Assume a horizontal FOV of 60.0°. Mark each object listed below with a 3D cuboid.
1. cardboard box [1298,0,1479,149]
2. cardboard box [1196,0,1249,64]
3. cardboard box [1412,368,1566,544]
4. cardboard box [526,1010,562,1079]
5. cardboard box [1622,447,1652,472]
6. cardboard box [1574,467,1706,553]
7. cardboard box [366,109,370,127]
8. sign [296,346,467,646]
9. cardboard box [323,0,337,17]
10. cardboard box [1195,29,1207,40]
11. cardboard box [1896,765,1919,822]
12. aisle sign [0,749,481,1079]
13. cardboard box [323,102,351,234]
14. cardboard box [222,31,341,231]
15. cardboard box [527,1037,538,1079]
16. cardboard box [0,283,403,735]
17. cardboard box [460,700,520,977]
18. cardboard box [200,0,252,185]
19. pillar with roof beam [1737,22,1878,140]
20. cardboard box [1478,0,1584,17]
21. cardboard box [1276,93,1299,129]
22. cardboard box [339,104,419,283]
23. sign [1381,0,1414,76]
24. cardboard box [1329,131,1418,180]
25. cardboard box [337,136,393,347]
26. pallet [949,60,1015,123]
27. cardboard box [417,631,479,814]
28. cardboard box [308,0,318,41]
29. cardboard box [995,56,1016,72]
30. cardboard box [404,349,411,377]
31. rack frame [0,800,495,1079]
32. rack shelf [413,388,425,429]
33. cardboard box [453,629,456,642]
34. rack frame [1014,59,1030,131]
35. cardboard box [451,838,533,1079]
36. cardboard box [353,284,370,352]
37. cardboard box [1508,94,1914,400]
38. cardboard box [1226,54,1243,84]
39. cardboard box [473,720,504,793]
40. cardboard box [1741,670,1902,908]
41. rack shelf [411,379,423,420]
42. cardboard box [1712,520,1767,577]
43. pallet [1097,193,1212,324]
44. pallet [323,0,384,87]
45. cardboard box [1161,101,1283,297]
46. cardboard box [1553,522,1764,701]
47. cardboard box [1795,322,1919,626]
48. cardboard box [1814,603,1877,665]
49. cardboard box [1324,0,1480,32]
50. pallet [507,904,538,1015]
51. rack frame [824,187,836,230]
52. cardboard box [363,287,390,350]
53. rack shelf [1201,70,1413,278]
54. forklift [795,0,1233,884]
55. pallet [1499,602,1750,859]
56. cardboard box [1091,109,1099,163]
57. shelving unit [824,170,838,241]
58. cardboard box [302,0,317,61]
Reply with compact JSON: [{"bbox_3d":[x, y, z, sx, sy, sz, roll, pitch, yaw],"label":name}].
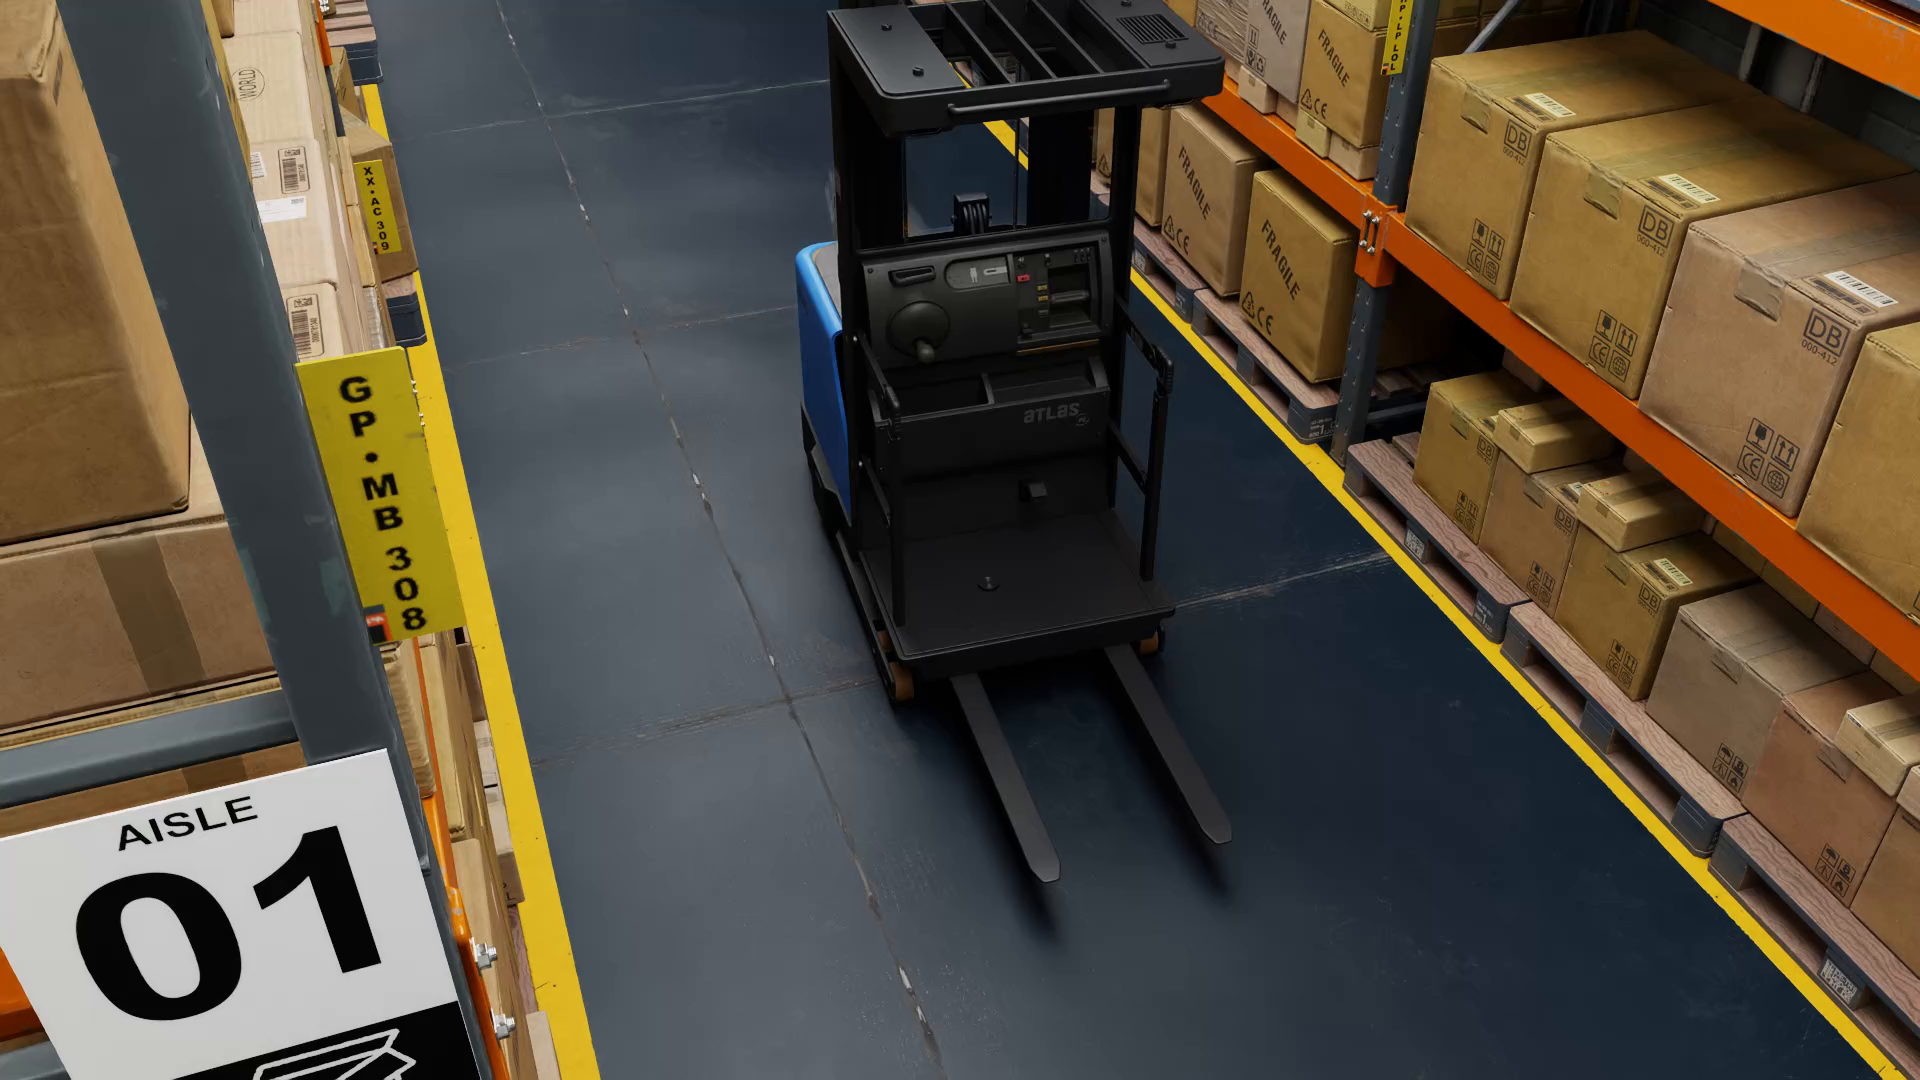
[{"bbox_3d":[1.820,-2.037,7.114,0.500,0.500,0.500,-13,39,-17],"label":"cardboard box"},{"bbox_3d":[1.470,-2.609,7.873,0.500,0.500,0.500,-12,39,-16],"label":"cardboard box"},{"bbox_3d":[2.376,-0.387,7.000,0.700,0.500,0.500,-12,39,-15],"label":"cardboard box"},{"bbox_3d":[-1.323,1.617,4.529,0.500,0.250,0.500,-12,39,-16],"label":"cardboard box"},{"bbox_3d":[2.788,-0.323,6.376,0.380,0.149,0.250,-14,39,-17],"label":"cardboard box"},{"bbox_3d":[2.503,-0.120,6.106,0.380,0.149,0.250,-14,39,-17],"label":"cardboard box"},{"bbox_3d":[-3.889,-2.603,10.150,0.500,0.250,0.500,-13,39,-17],"label":"cardboard box"},{"bbox_3d":[-0.549,-0.034,1.582,0.100,0.325,0.005,-12,39,-16],"label":"sign"},{"bbox_3d":[-3.488,-2.769,8.001,0.700,0.500,0.500,-26,44,-31],"label":"cardboard box"},{"bbox_3d":[1.357,-2.581,8.375,0.380,0.149,0.250,-11,38,-15],"label":"cardboard box"},{"bbox_3d":[3.042,0.760,4.937,0.380,0.149,0.250,-13,39,-16],"label":"cardboard box"},{"bbox_3d":[-0.759,0.565,1.846,0.394,0.787,0.004,-12,39,-16],"label":"aisle sign"},{"bbox_3d":[-1.508,-0.704,3.323,0.500,0.250,0.500,-12,39,-16],"label":"cardboard box"},{"bbox_3d":[-1.334,-0.621,2.798,0.500,0.250,0.500,-12,39,-16],"label":"cardboard box"},{"bbox_3d":[-0.963,1.280,2.974,0.500,0.500,0.500,-12,39,-15],"label":"cardboard box"},{"bbox_3d":[-0.990,-0.056,2.048,0.500,0.250,0.500,-12,39,-16],"label":"cardboard box"},{"bbox_3d":[-1.316,0.706,3.736,0.500,0.500,0.500,-13,39,-16],"label":"cardboard box"},{"bbox_3d":[-1.343,-0.599,2.144,0.700,0.500,0.500,-12,39,-16],"label":"cardboard box"},{"bbox_3d":[-0.774,-2.950,3.687,9.100,9.000,0.400,-12,39,-16],"label":"pillar with roof beam"},{"bbox_3d":[2.302,-2.442,7.028,0.500,0.250,0.500,-11,38,-15],"label":"cardboard box"},{"bbox_3d":[1.677,-1.995,7.598,0.380,0.149,0.250,-11,38,-15],"label":"cardboard box"},{"bbox_3d":[-2.387,-1.156,5.859,0.700,0.500,0.500,-26,44,-31],"label":"cardboard box"},{"bbox_3d":[1.709,-1.975,6.482,0.100,0.325,0.005,-12,39,-16],"label":"sign"},{"bbox_3d":[1.833,-1.702,7.208,0.380,0.149,0.250,-12,39,-16],"label":"cardboard box"},{"bbox_3d":[-2.017,-0.841,4.960,0.500,0.500,0.500,-12,39,-16],"label":"cardboard box"},{"bbox_3d":[0.571,-3.249,11.388,1.003,0.211,1.213,-12,39,-16],"label":"pallet"},{"bbox_3d":[-1.318,0.304,3.440,0.500,0.500,0.500,-12,39,-15],"label":"cardboard box"},{"bbox_3d":[-1.855,-1.268,4.072,0.500,0.250,0.500,-12,39,-16],"label":"cardboard box"},{"bbox_3d":[0.542,-3.495,11.108,0.700,0.500,0.500,-12,39,-15],"label":"cardboard box"},{"bbox_3d":[-2.904,-1.004,7.801,0.500,0.500,0.500,-14,39,-18],"label":"cardboard box"},{"bbox_3d":[-1.058,1.626,2.599,1.000,3.000,0.127,-12,39,-16],"label":"rack frame"},{"bbox_3d":[-1.746,0.783,4.315,1.077,0.370,4.000,-12,39,-16],"label":"rack shelf"},{"bbox_3d":[-1.664,0.136,4.493,0.500,0.500,0.500,-12,39,-15],"label":"cardboard box"},{"bbox_3d":[0.839,-3.921,9.963,1.000,3.000,0.127,-12,39,-16],"label":"rack frame"},{"bbox_3d":[-0.963,0.881,2.673,0.500,0.500,0.500,-11,38,-15],"label":"cardboard box"},{"bbox_3d":[-1.156,-0.141,2.575,0.500,0.250,0.500,-12,39,-16],"label":"cardboard box"},{"bbox_3d":[2.633,-1.058,5.912,0.980,0.700,0.700,-13,39,-17],"label":"cardboard box"},{"bbox_3d":[1.510,-2.284,7.981,0.380,0.149,0.250,-12,39,-16],"label":"cardboard box"},{"bbox_3d":[-1.787,0.792,5.710,0.380,0.149,0.250,-12,39,-16],"label":"cardboard box"},{"bbox_3d":[3.085,0.771,5.461,0.700,0.500,0.500,-13,39,-16],"label":"cardboard box"},{"bbox_3d":[-3.123,-1.476,7.315,1.077,0.370,4.000,-12,39,-16],"label":"rack shelf"},{"bbox_3d":[2.963,-0.035,5.993,0.380,0.149,0.250,-13,39,-17],"label":"cardboard box"},{"bbox_3d":[1.456,-1.658,9.276,1.003,0.211,1.213,-12,39,-16],"label":"pallet"},{"bbox_3d":[-3.512,-2.449,8.167,1.213,0.211,1.003,-12,39,-16],"label":"pallet"},{"bbox_3d":[1.561,-1.813,8.601,0.750,0.750,0.750,-11,38,-15],"label":"cardboard box"},{"bbox_3d":[2.721,0.188,6.236,0.700,0.500,0.500,-12,39,-15],"label":"cardboard box"},{"bbox_3d":[3.146,-0.217,4.795,0.980,0.700,0.700,-13,39,-16],"label":"cardboard box"},{"bbox_3d":[3.139,0.253,5.610,0.380,0.149,0.250,-12,39,-15],"label":"cardboard box"},{"bbox_3d":[1.815,-2.339,6.892,0.500,0.250,0.500,-12,38,-15],"label":"cardboard box"},{"bbox_3d":[-1.775,1.558,5.006,1.003,0.211,1.213,-12,39,-16],"label":"pallet"},{"bbox_3d":[-0.431,-1.205,8.197,0.240,0.006,1.200,-10,79,-14],"label":"rack frame"},{"bbox_3d":[-1.665,-0.268,4.198,0.500,0.500,0.500,-12,39,-16],"label":"cardboard box"},{"bbox_3d":[1.527,-2.504,8.679,1.077,0.370,4.000,-12,39,-16],"label":"rack shelf"},{"bbox_3d":[0.172,-0.810,5.889,1.130,2.935,3.031,-10,38,-13],"label":"forklift"},{"bbox_3d":[2.827,0.588,6.294,1.003,0.211,1.213,-12,39,-16],"label":"pallet"},{"bbox_3d":[0.969,-2.788,9.896,0.750,0.750,0.750,-13,39,-17],"label":"cardboard box"},{"bbox_3d":[-0.414,-1.227,8.110,0.258,0.189,1.200,-10,79,-14],"label":"shelving unit"},{"bbox_3d":[-1.673,-1.187,3.549,0.500,0.250,0.500,-12,39,-16],"label":"cardboard box"}]
